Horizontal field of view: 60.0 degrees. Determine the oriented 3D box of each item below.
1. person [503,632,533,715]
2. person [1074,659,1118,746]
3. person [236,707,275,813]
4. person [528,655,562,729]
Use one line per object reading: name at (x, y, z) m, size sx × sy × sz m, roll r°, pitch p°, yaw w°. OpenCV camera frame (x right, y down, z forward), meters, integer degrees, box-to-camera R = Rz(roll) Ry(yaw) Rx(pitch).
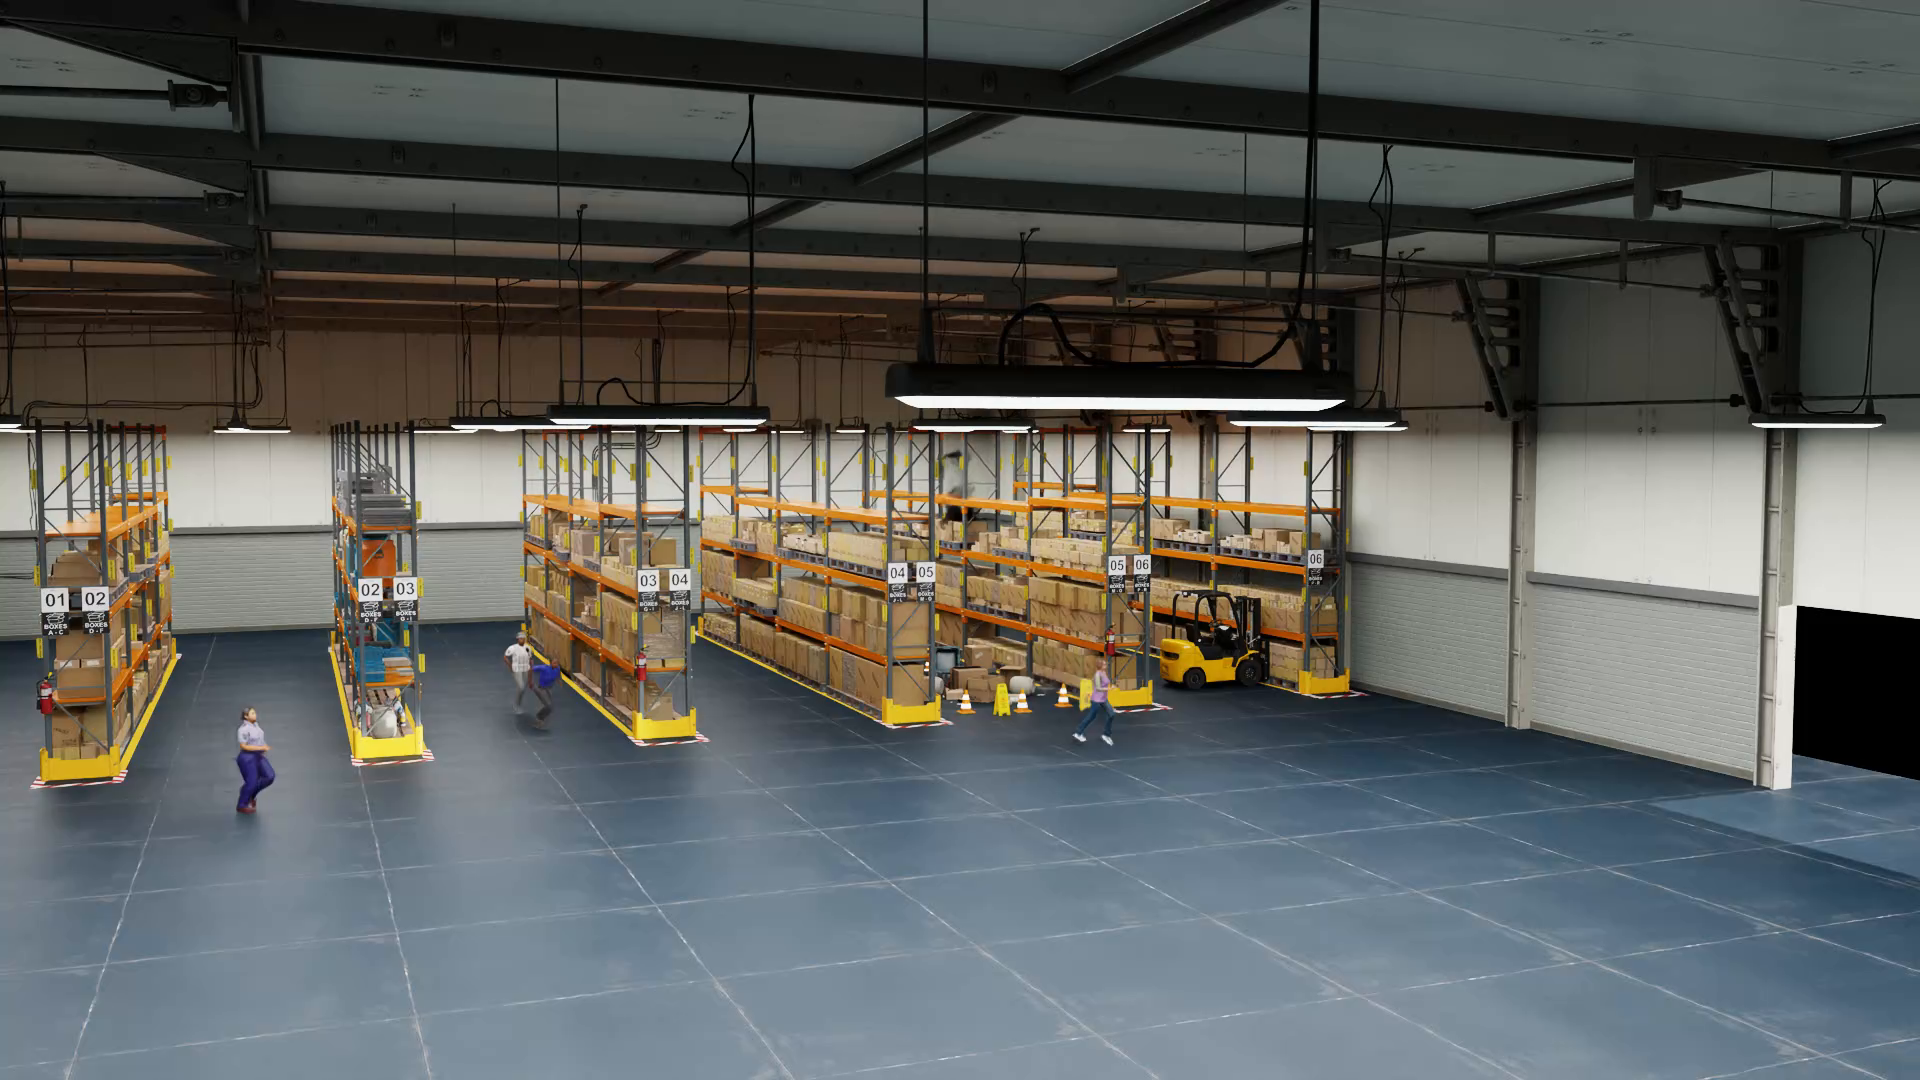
person at (-9.054, 2.748, 34.287) m, size 0.551 × 1.733 × 0.719 m, roll -3°, pitch 5°, yaw -44°
person at (2.552, 3.008, 30.798) m, size 0.831 × 1.618 × 0.545 m, roll 2°, pitch 4°, yaw 28°
person at (-10.721, 3.339, 25.279) m, size 0.577 × 1.598 × 0.592 m, roll 0°, pitch 4°, yaw 6°
person at (-8.061, 2.970, 32.291) m, size 0.856 × 1.472 × 0.602 m, roll 3°, pitch 5°, yaw 39°
